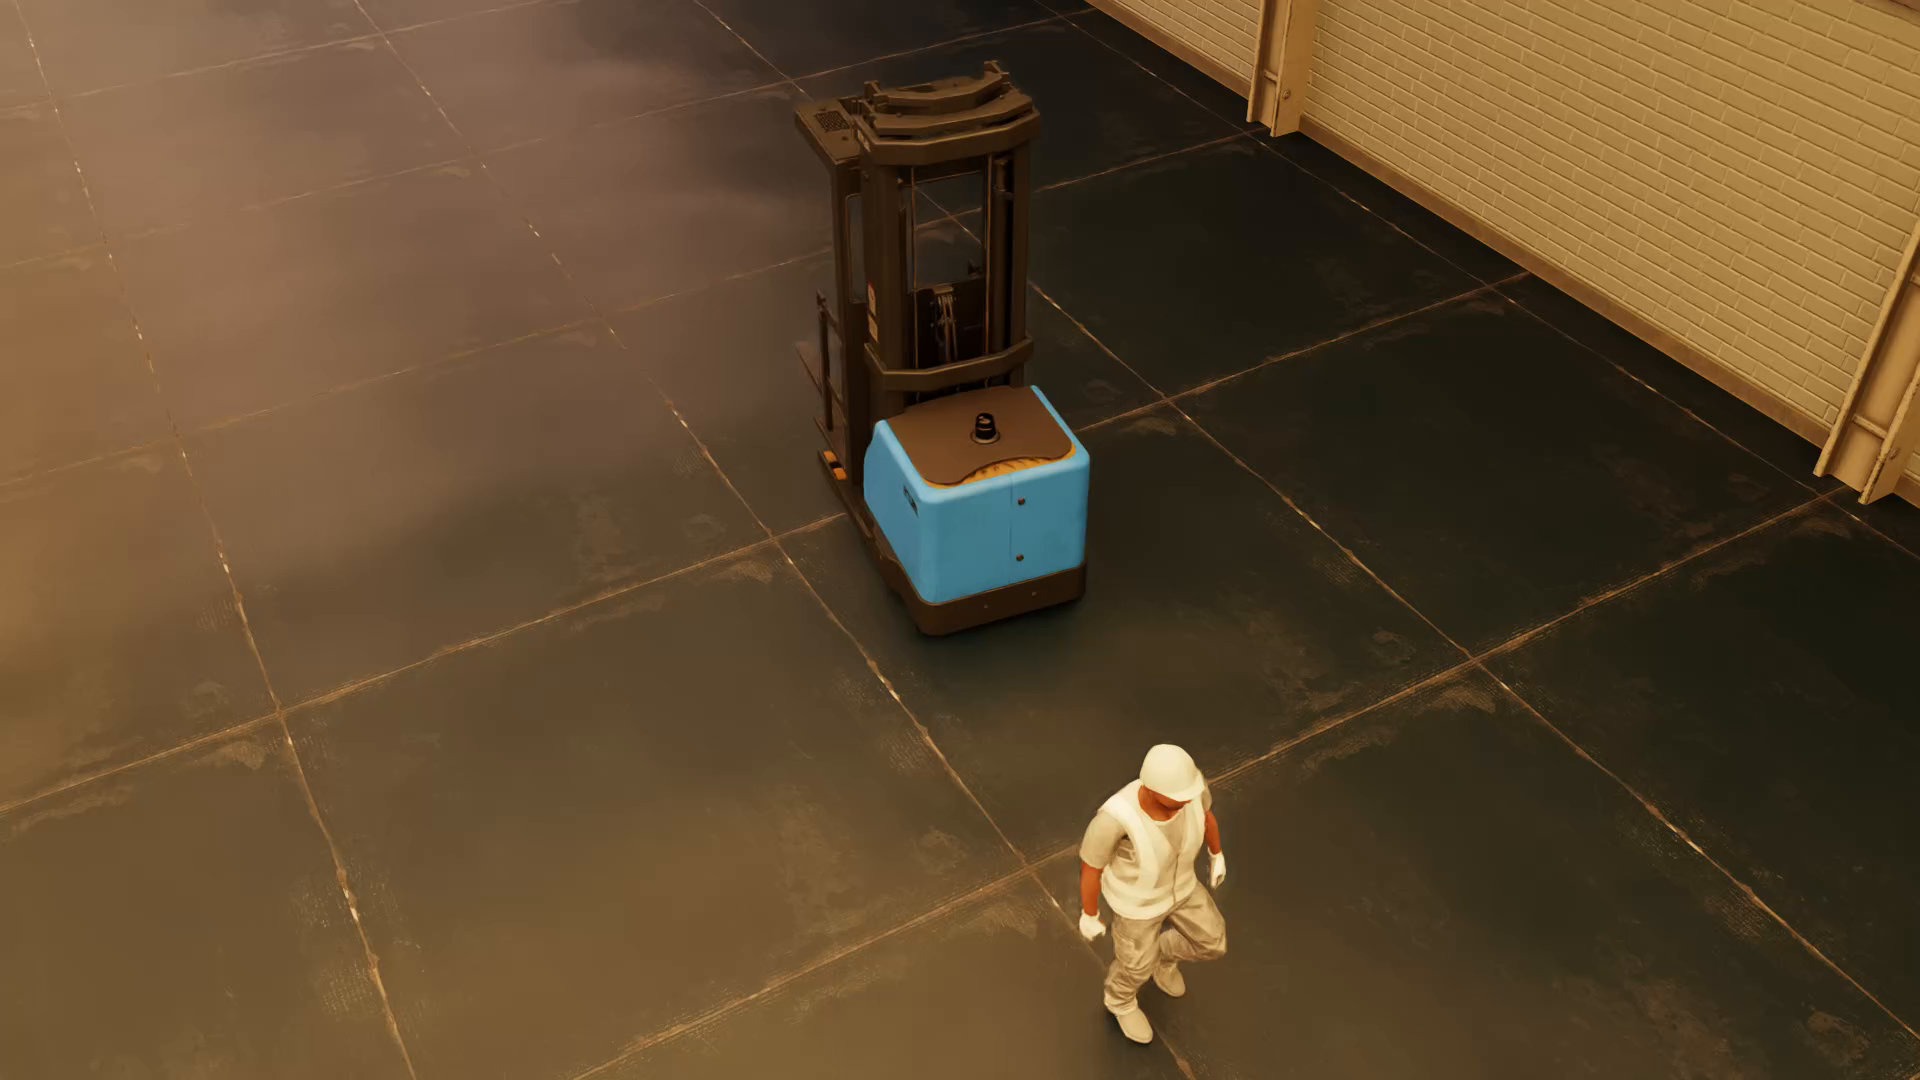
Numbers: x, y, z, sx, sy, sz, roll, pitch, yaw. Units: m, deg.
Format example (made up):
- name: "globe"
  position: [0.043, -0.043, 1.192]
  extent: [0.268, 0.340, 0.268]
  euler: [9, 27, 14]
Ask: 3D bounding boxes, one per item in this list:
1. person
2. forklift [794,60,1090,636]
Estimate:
- name: "person"
  position: [0.866, 1.521, 7.118]
  extent: [0.716, 1.765, 0.468]
  euler: [-27, 47, -28]
- name: "forklift"
  position: [-0.277, -1.522, 9.872]
  extent: [1.130, 2.935, 3.031]
  euler: [-14, 42, -17]
